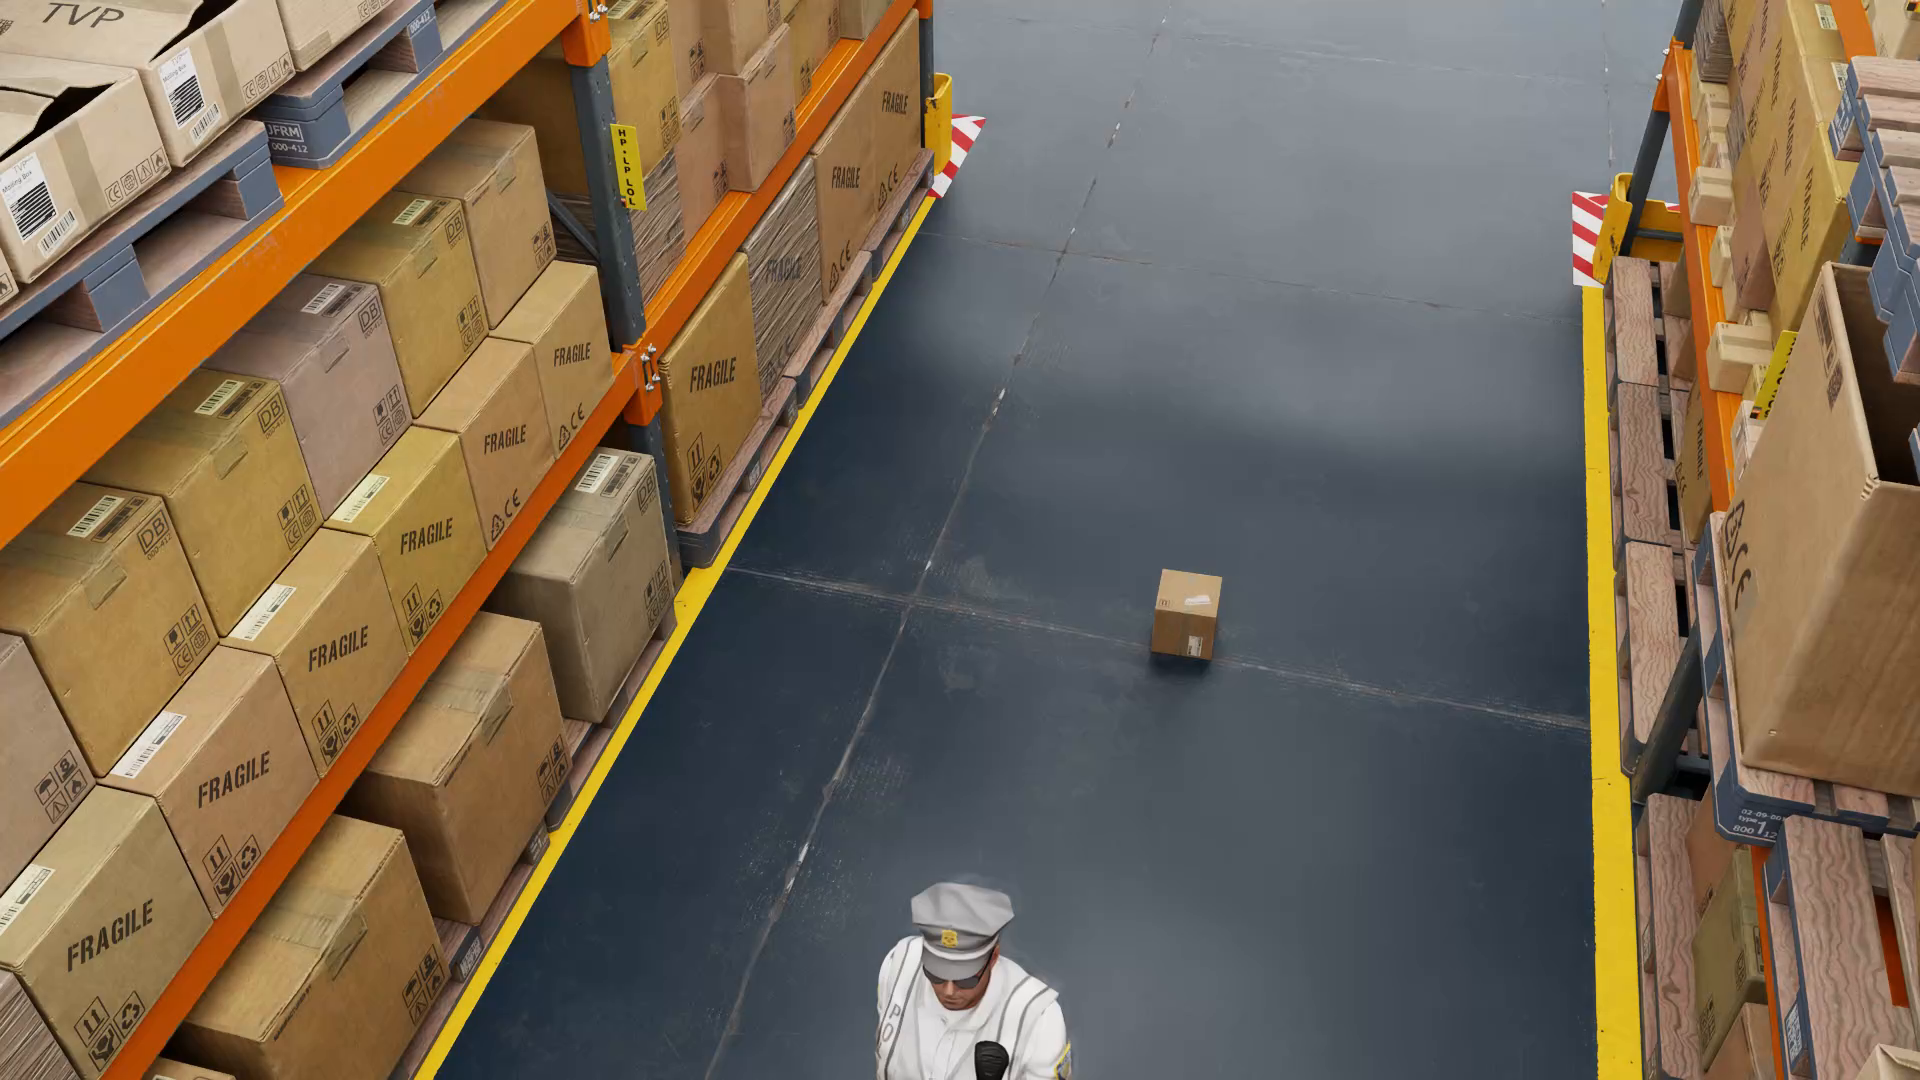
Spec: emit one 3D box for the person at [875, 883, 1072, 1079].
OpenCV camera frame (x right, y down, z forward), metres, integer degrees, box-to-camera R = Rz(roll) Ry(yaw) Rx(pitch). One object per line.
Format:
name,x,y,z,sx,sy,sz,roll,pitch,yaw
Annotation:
person,0.024,1.516,4.364,0.548,1.732,0.951,14,43,16
